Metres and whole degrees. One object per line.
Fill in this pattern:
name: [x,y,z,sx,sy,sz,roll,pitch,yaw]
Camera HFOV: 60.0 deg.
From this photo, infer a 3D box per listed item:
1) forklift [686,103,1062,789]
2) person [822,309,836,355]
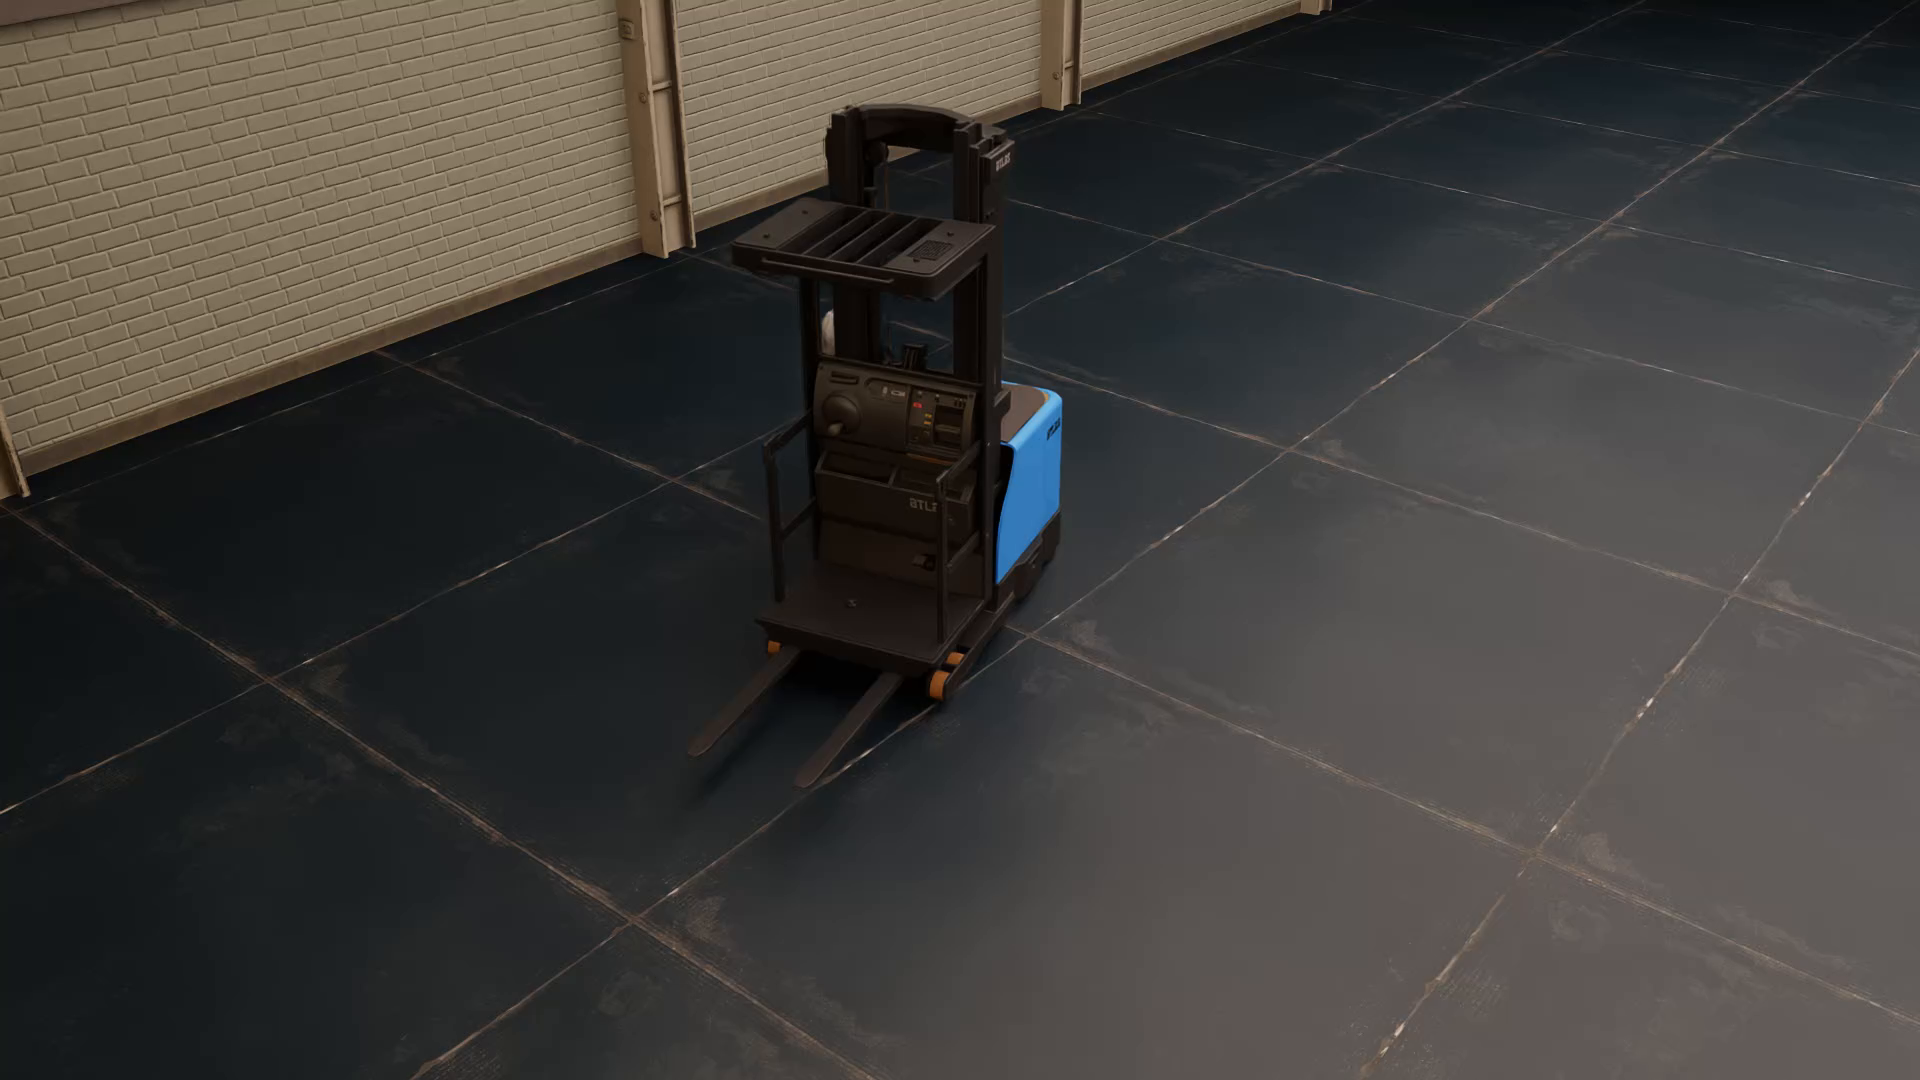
forklift: [-0.438,-0.642,8.693,1.130,2.935,3.031,13,33,21]
person: [-0.432,-0.928,10.662,0.923,1.573,0.835,-9,31,-15]
